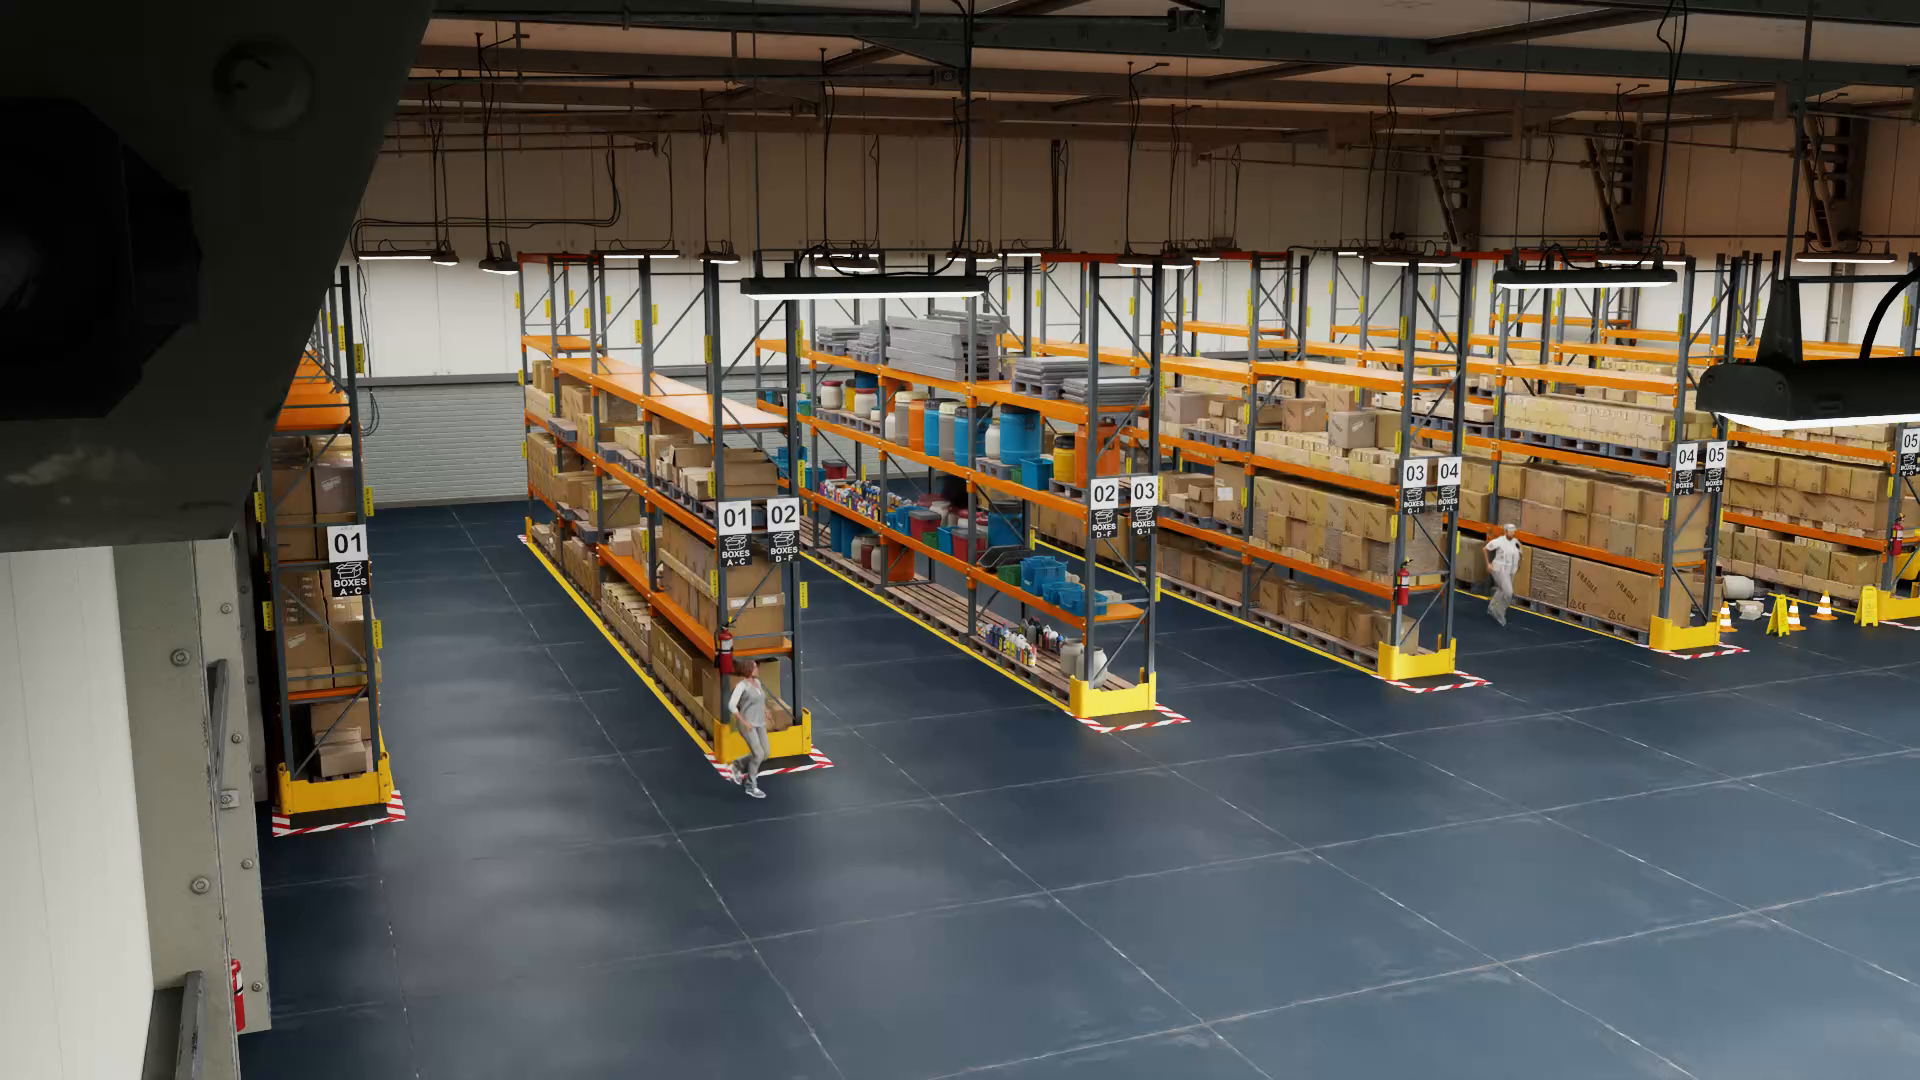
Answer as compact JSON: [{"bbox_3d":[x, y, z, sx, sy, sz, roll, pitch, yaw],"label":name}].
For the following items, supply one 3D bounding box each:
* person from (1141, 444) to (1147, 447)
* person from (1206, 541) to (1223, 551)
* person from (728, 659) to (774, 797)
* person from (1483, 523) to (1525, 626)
[{"bbox_3d":[4.197,-1.417,38.267,0.635,1.636,0.587,-2,11,-12],"label":"person"},{"bbox_3d":[5.149,-0.466,32.716,0.652,1.740,0.581,-6,12,-31],"label":"person"},{"bbox_3d":[-2.410,2.147,19.087,0.504,1.563,0.586,5,12,26],"label":"person"},{"bbox_3d":[8.989,0.558,27.432,0.570,1.705,0.796,-5,12,-26],"label":"person"}]
